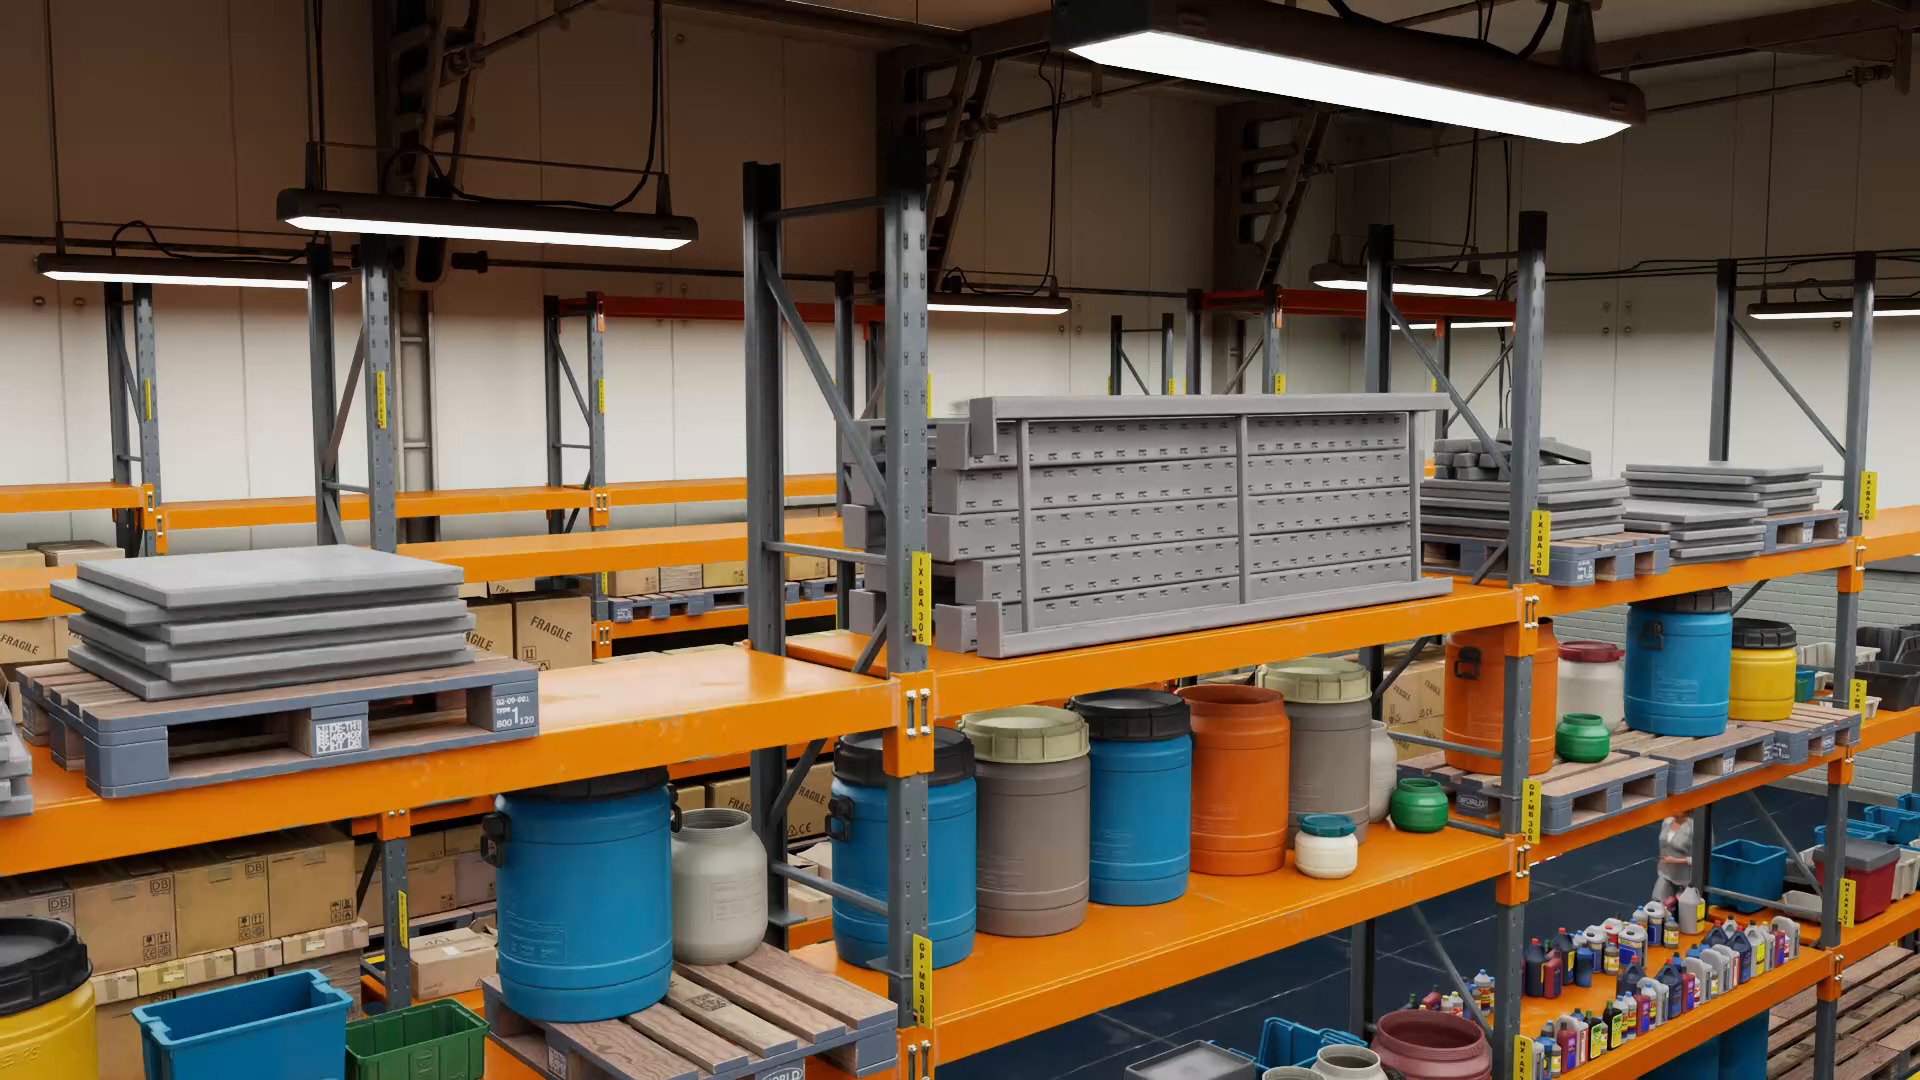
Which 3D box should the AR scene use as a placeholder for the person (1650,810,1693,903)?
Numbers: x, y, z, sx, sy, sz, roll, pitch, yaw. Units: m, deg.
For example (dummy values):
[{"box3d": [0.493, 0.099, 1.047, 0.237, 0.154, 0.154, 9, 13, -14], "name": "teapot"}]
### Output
[{"box3d": [6.240, 2.998, 14.417, 0.706, 1.620, 0.507, -4, 7, -37], "name": "person"}]
